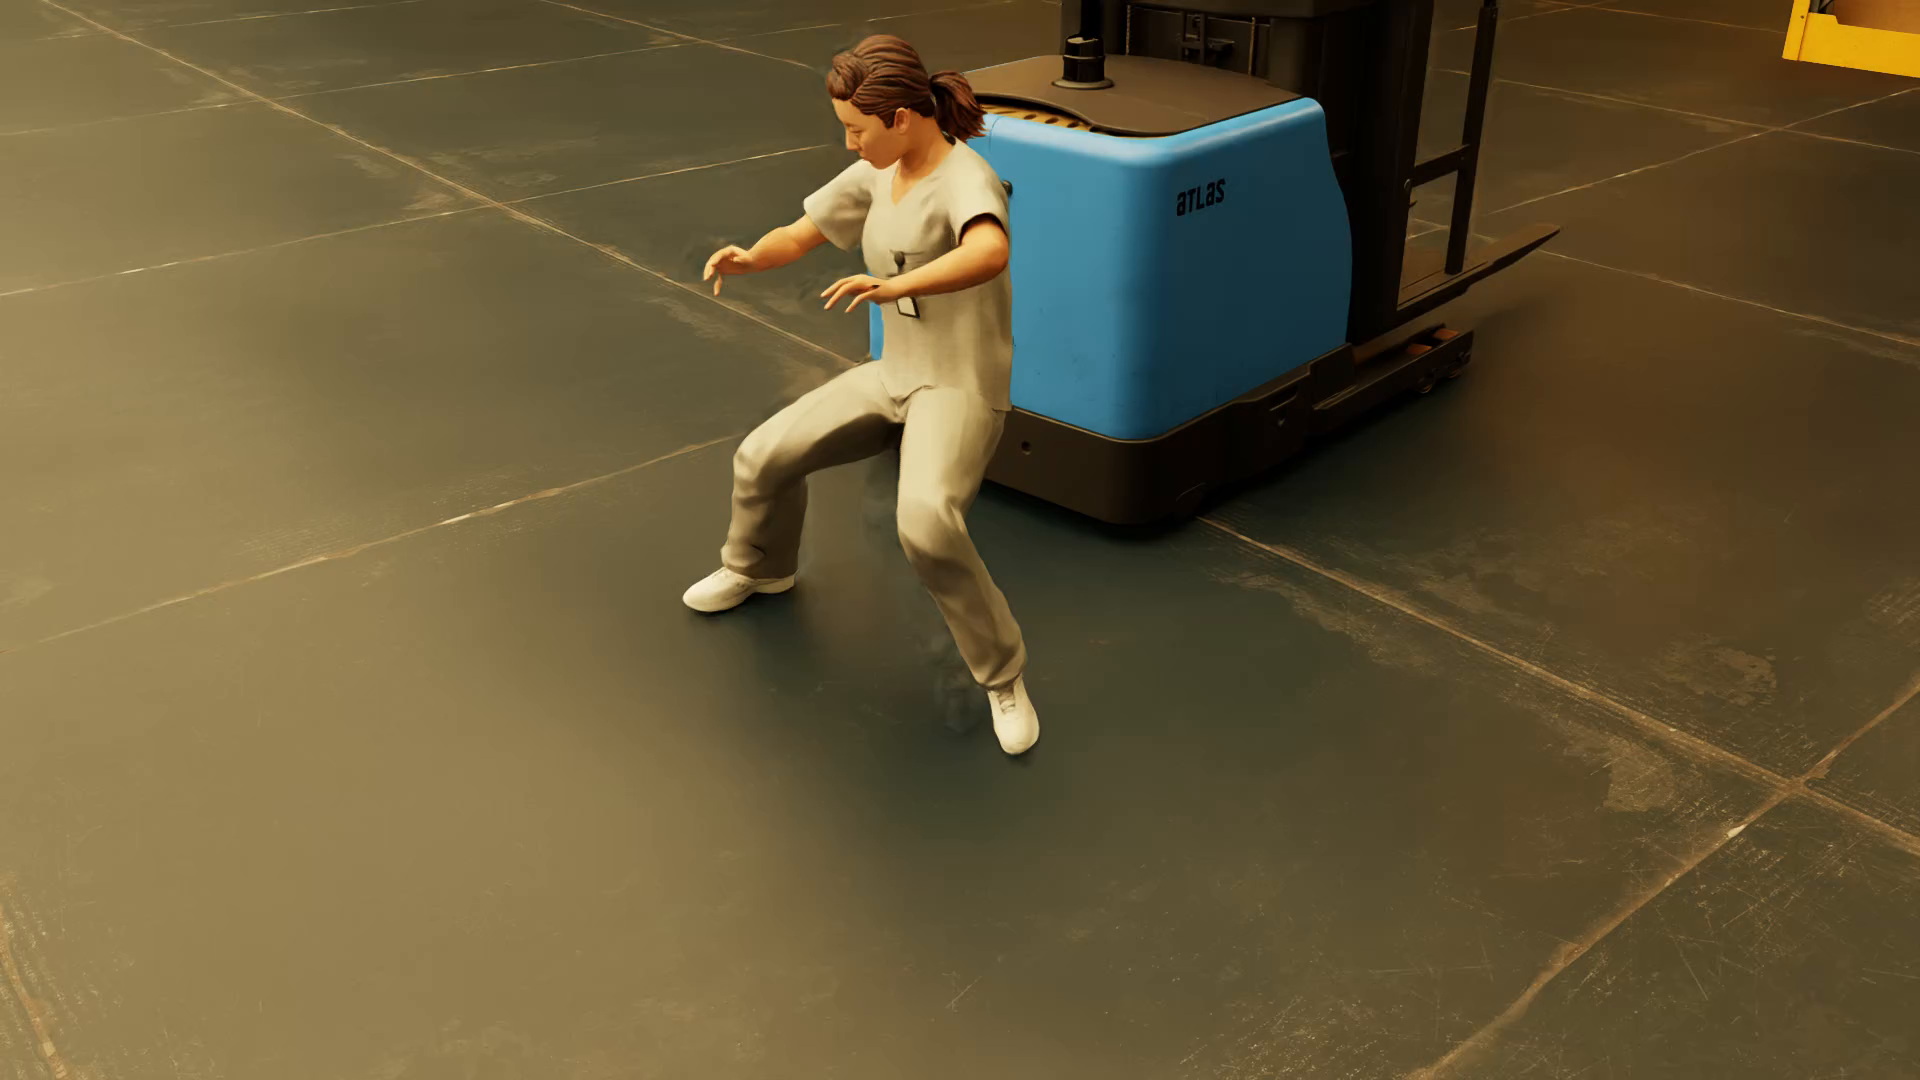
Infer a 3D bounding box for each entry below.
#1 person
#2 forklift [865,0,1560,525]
[{"bbox_3d":[-0.200,-0.346,3.584,0.650,1.426,1.070,-15,30,-27],"label":"person"},{"bbox_3d":[1.075,-1.925,5.084,1.130,2.935,3.031,22,34,37],"label":"forklift"}]
